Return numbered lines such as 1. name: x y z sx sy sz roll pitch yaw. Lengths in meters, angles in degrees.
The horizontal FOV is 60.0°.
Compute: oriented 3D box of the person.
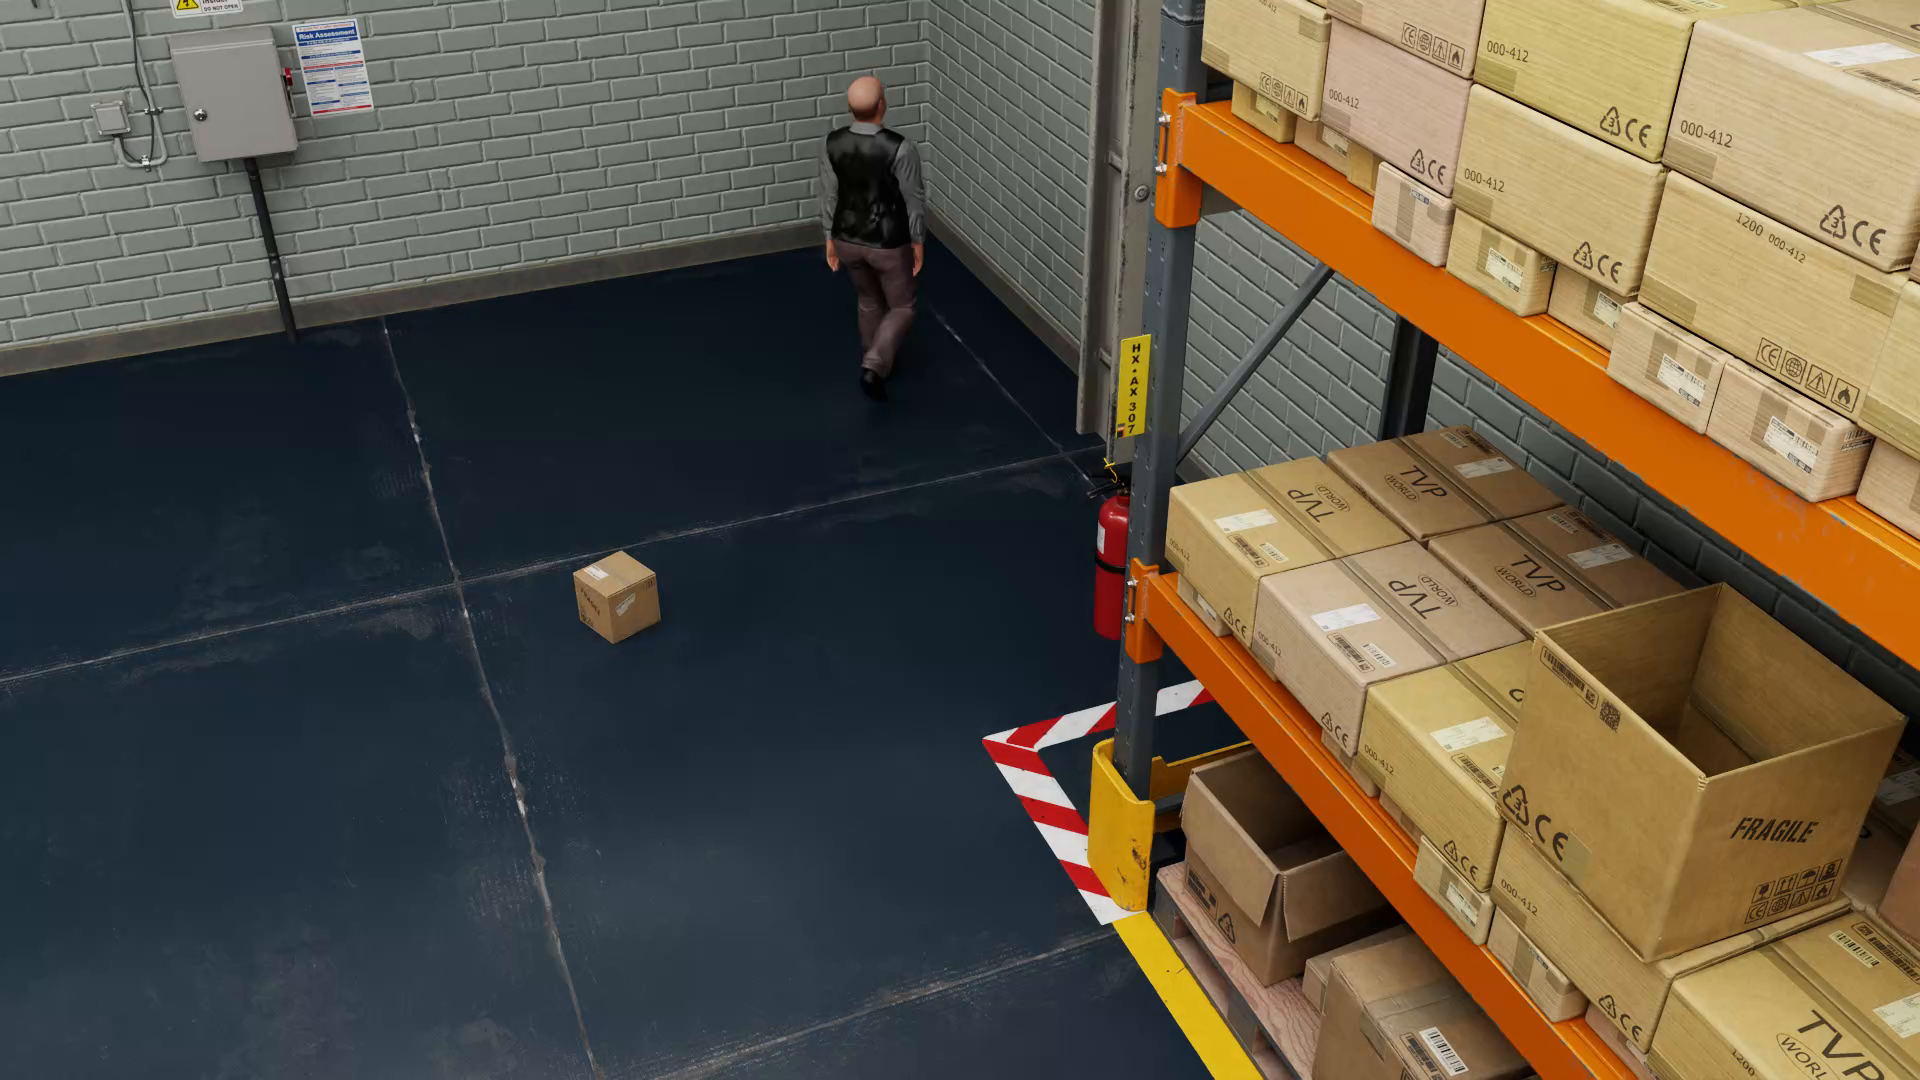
1. person: -0.435 -1.505 8.444 0.543 1.701 0.763 11 35 16
